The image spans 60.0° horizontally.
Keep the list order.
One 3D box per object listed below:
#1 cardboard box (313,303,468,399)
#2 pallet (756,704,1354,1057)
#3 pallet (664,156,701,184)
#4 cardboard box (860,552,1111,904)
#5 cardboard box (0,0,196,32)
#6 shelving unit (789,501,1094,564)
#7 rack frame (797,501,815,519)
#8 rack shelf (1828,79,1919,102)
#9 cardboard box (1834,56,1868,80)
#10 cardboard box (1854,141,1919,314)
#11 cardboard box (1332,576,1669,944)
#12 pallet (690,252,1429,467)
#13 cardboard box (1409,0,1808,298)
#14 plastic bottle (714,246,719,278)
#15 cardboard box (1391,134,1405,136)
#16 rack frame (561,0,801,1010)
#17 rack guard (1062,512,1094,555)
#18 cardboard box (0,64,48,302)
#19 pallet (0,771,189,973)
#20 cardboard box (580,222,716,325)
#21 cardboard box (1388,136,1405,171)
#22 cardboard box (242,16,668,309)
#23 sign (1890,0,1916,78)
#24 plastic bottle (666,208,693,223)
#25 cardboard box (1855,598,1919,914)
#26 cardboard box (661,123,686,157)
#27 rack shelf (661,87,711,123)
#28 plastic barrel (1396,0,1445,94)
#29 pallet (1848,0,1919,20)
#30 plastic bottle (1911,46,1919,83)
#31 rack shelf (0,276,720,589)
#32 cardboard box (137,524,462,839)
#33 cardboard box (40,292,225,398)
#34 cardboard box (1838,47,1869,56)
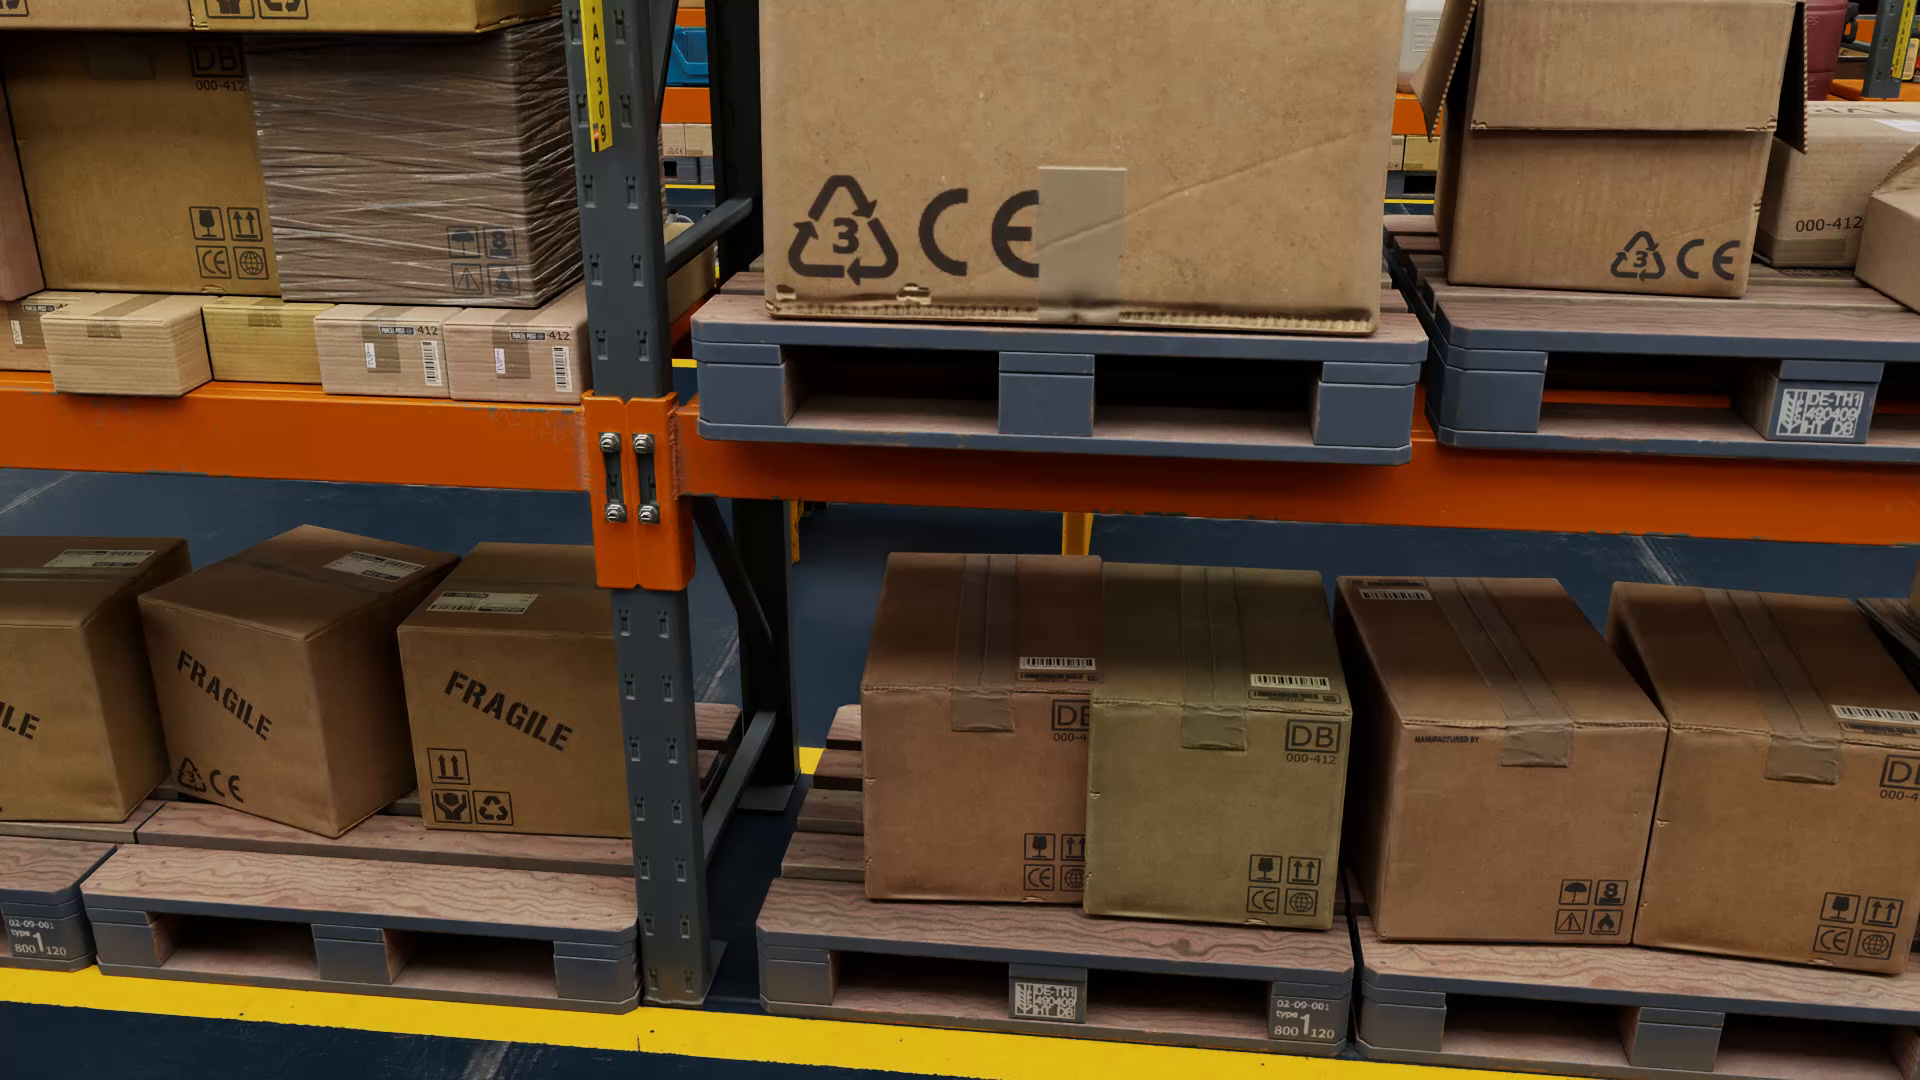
[{"bbox_3d":[-1.035,-0.401,3.215,0.250,0.149,0.380,2,22,6],"label":"cardboard box"},{"bbox_3d":[0.233,0.729,3.809,1.213,0.211,1.003,2,22,6],"label":"pallet"},{"bbox_3d":[-2.578,-3.076,13.434,1.213,0.211,1.003,2,22,6],"label":"pallet"},{"bbox_3d":[0.067,0.391,3.672,0.500,0.500,0.700,1,22,2],"label":"cardboard box"},{"bbox_3d":[-1.516,-1.191,2.972,0.500,0.500,0.500,2,22,6],"label":"cardboard box"},{"bbox_3d":[-0.076,-0.701,5.672,1.083,1.500,0.587,2,22,6],"label":"shelving unit"},{"bbox_3d":[-0.590,-0.723,5.729,0.032,1.500,0.500,2,22,6],"label":"rack frame"},{"bbox_3d":[6.001,-1.815,7.430,4.000,0.370,1.077,2,22,6],"label":"rack shelf"},{"bbox_3d":[6.631,-3.437,12.336,0.500,0.250,0.500,2,22,5],"label":"cardboard box"},{"bbox_3d":[1.744,-0.534,2.823,0.258,0.266,0.396,2,22,5],"label":"cardboard box"},{"bbox_3d":[1.094,0.443,3.542,0.500,0.500,0.700,1,22,2],"label":"cardboard box"},{"bbox_3d":[0.202,-0.426,3.198,1.213,0.211,1.003,2,22,6],"label":"pallet"},{"bbox_3d":[1.192,-0.803,3.180,0.637,0.503,0.797,5,22,12],"label":"cardboard box"},{"bbox_3d":[-1.142,-1.327,8.221,0.185,0.351,0.144,2,22,6],"label":"plastic bottle"},{"bbox_3d":[3.035,-3.198,12.355,0.500,0.311,0.500,2,22,6],"label":"cardboard box"},{"bbox_3d":[-0.540,-0.601,3.381,0.127,3.000,1.000,2,22,6],"label":"rack frame"},{"bbox_3d":[0.419,-0.098,5.848,0.087,0.250,0.587,2,22,6],"label":"rack guard"},{"bbox_3d":[-1.980,-0.847,3.463,0.500,0.500,0.875,2,22,6],"label":"cardboard box"},{"bbox_3d":[-2.426,0.628,4.065,1.213,0.211,1.003,2,22,6],"label":"pallet"},{"bbox_3d":[-0.718,-0.603,3.728,0.250,0.149,0.380,2,22,6],"label":"cardboard box"},{"bbox_3d":[3.039,-2.939,12.462,0.500,0.250,0.500,3,22,8],"label":"cardboard box"},{"bbox_3d":[-0.980,-0.828,3.414,0.500,0.500,0.875,2,22,6],"label":"cardboard box"},{"bbox_3d":[3.957,-2.111,6.978,0.005,0.325,0.100,2,22,6],"label":"sign"},{"bbox_3d":[-1.504,-1.603,8.920,0.185,0.351,0.144,3,22,9],"label":"plastic bottle"},{"bbox_3d":[2.212,0.489,3.425,0.500,0.500,0.700,1,22,2],"label":"cardboard box"},{"bbox_3d":[-2.339,-3.183,13.079,0.500,0.250,0.500,2,22,6],"label":"cardboard box"},{"bbox_3d":[-1.943,-2.162,8.306,4.000,0.370,1.077,2,22,6],"label":"rack shelf"},{"bbox_3d":[2.125,-2.301,7.495,0.433,0.535,0.433,0,22,0],"label":"plastic barrel"},{"bbox_3d":[6.533,-3.873,11.918,1.213,0.211,1.003,2,22,6],"label":"pallet"},{"bbox_3d":[4.579,-2.271,7.874,0.097,0.201,0.097,0,22,0],"label":"plastic bottle"},{"bbox_3d":[-2.526,-0.353,3.732,4.000,0.370,1.077,2,22,6],"label":"rack shelf"},{"bbox_3d":[-1.502,0.312,3.899,0.500,0.500,0.500,10,24,23],"label":"cardboard box"},{"bbox_3d":[-1.538,-0.403,3.222,0.250,0.149,0.380,2,22,6],"label":"cardboard box"},{"bbox_3d":[8.492,-4.857,16.497,0.750,0.750,0.750,3,22,7],"label":"cardboard box"}]
